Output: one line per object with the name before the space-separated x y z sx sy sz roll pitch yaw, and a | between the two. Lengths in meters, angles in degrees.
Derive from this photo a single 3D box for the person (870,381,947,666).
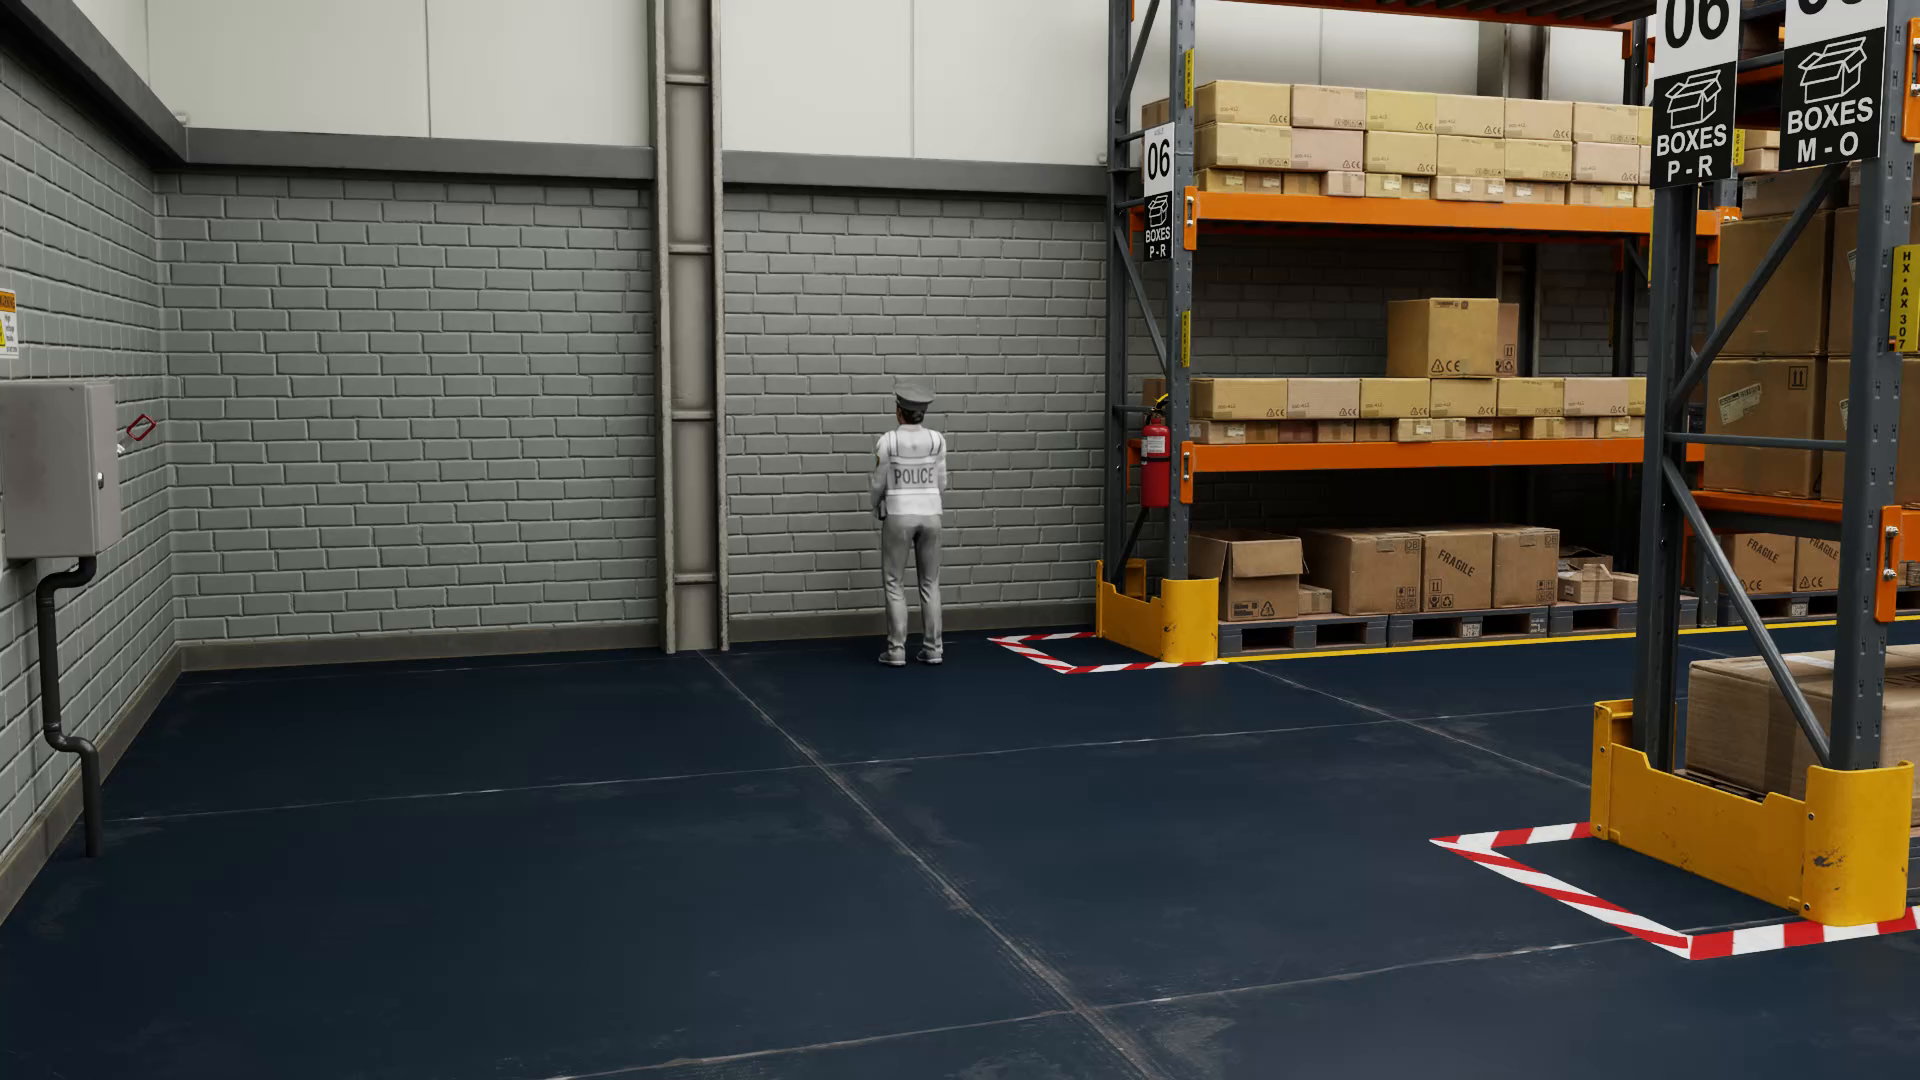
person | -0.311 -0.102 9.959 0.460 1.690 0.536 -2 6 -18
